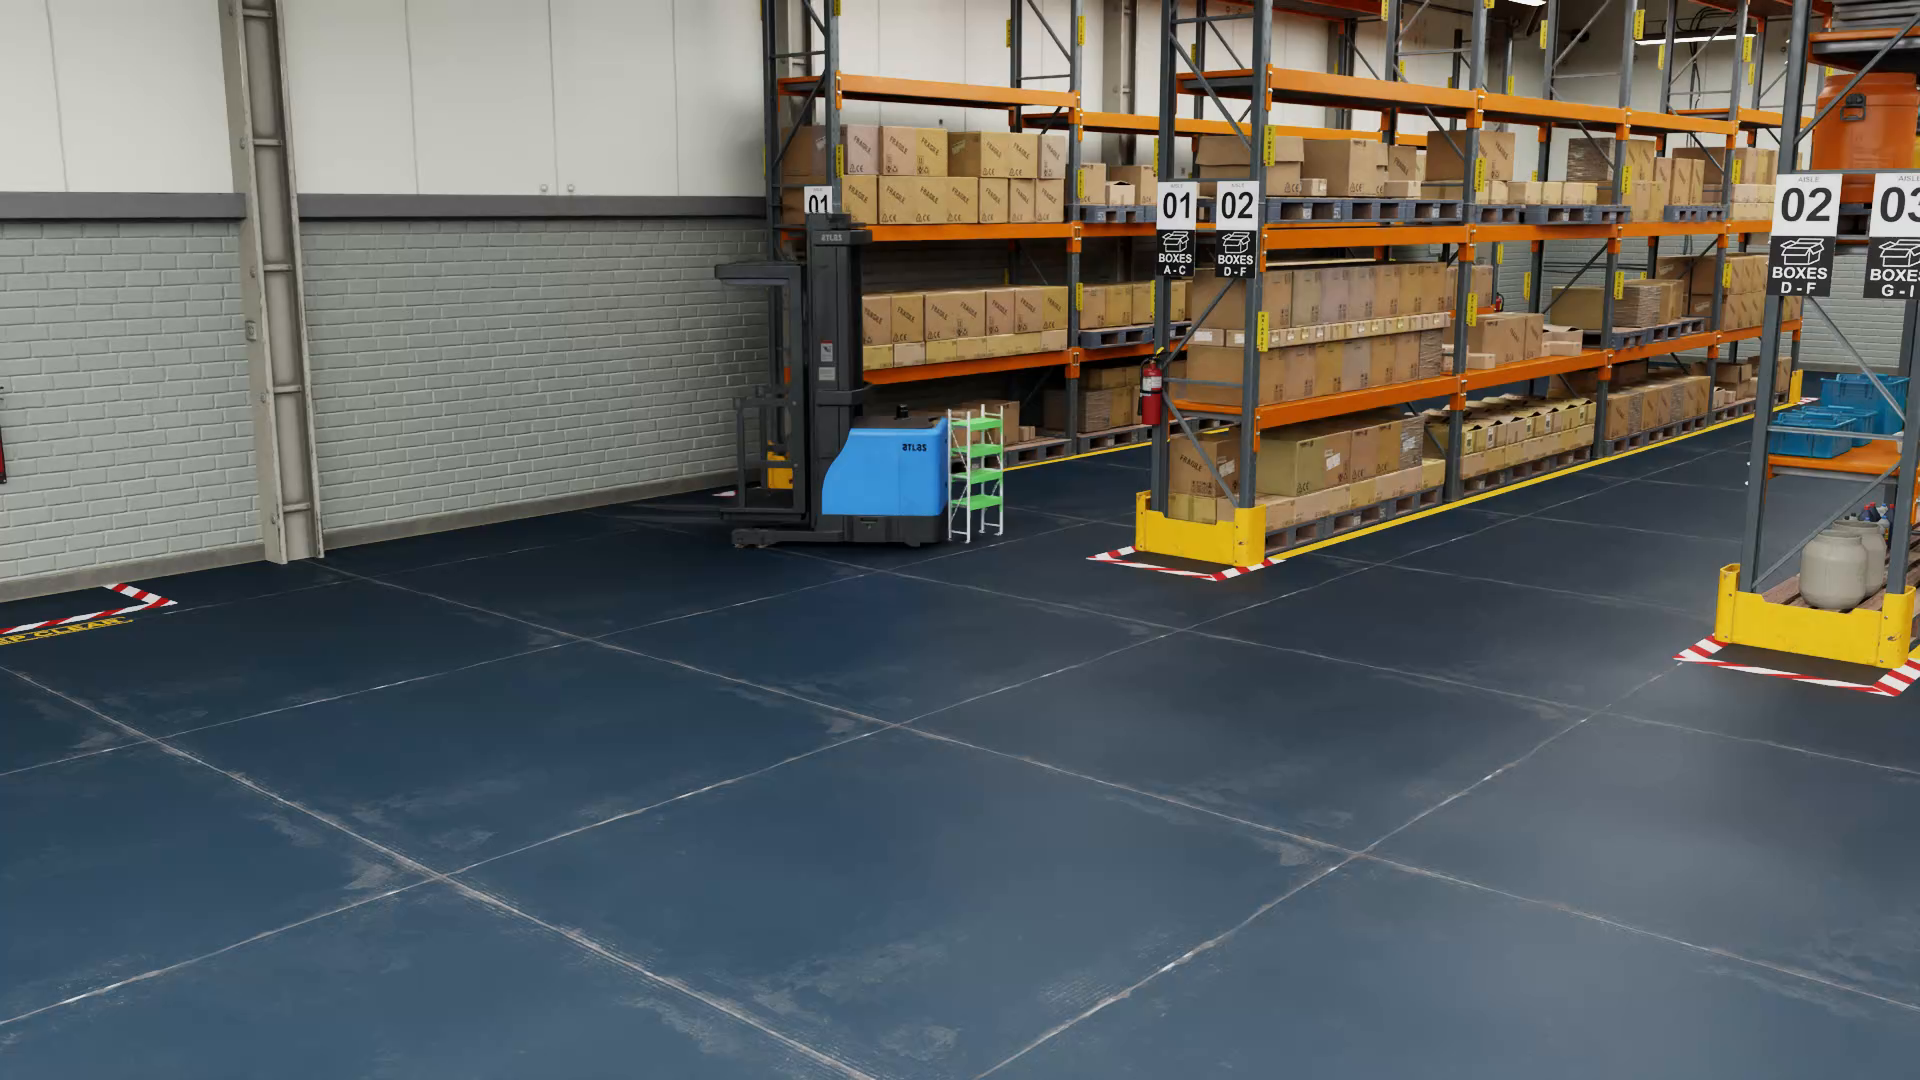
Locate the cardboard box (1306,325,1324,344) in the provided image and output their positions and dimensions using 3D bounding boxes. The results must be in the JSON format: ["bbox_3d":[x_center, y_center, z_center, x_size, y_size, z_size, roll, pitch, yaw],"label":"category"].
[{"bbox_3d":[3.029,-1.851,14.907,0.380,0.149,0.250,9,15,39],"label":"cardboard box"}]

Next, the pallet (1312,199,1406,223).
[{"bbox_3d":[3.394,-3.050,15.389,1.003,0.211,1.213,10,15,40],"label":"pallet"}]

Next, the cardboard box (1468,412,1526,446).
[{"bbox_3d":[5.878,-1.240,18.278,0.500,0.311,0.500,9,14,38],"label":"cardboard box"}]

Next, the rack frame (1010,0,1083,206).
[{"bbox_3d":[1.019,-5.511,19.830,1.000,3.000,0.127,10,15,40],"label":"rack frame"}]

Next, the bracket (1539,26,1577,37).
[{"bbox_3d":[11.788,-9.828,32.252,0.076,0.066,3.189,10,15,40],"label":"bracket"}]

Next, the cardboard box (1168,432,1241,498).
[{"bbox_3d":[2.233,-0.684,15.010,0.500,0.500,0.500,10,15,40],"label":"cardboard box"}]

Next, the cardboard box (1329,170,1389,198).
[{"bbox_3d":[3.856,-3.512,16.276,0.500,0.311,0.500,9,14,37],"label":"cardboard box"}]

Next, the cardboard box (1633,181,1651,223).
[{"bbox_3d":[7.982,-4.182,20.576,0.910,0.500,0.500,10,15,40],"label":"cardboard box"}]

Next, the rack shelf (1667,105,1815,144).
[{"bbox_3d":[11.344,-5.988,24.063,1.077,0.370,4.000,10,15,40],"label":"rack shelf"}]

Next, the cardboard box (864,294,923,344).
[{"bbox_3d":[-0.747,-2.388,17.925,0.500,0.500,0.500,10,15,41],"label":"cardboard box"}]

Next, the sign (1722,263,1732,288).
[{"bbox_3d":[10.443,-3.603,22.637,0.100,0.325,0.005,10,15,40],"label":"sign"}]

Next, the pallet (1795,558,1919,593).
[{"bbox_3d":[7.181,0.353,12.907,1.003,0.211,1.213,10,15,40],"label":"pallet"}]

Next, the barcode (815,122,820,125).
[{"bbox_3d":[-1.528,-4.455,17.858,0.001,0.075,0.075,10,15,40],"label":"barcode"}]

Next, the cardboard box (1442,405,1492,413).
[{"bbox_3d":[5.799,-1.383,18.992,0.500,0.311,0.500,10,15,40],"label":"cardboard box"}]

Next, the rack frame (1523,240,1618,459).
[{"bbox_3d":[7.383,-2.518,20.160,1.000,3.000,0.127,10,15,40],"label":"rack frame"}]

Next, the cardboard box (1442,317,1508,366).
[{"bbox_3d":[5.610,-2.167,18.147,0.500,0.500,0.500,-11,16,-43],"label":"cardboard box"}]

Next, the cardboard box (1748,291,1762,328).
[{"bbox_3d":[11.232,-3.344,24.042,0.500,0.500,0.500,10,15,40],"label":"cardboard box"}]

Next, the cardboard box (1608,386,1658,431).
[{"bbox_3d":[8.574,-1.689,21.268,0.500,0.500,0.500,10,15,40],"label":"cardboard box"}]

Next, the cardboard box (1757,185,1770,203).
[{"bbox_3d":[11.199,-4.934,23.706,0.500,0.250,0.500,10,15,40],"label":"cardboard box"}]

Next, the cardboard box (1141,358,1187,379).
[{"bbox_3d":[2.800,-2.327,22.549,0.500,0.250,0.500,10,15,41],"label":"cardboard box"}]

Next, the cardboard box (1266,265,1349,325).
[{"bbox_3d":[3.130,-2.253,15.268,0.700,0.500,0.500,10,15,41],"label":"cardboard box"}]

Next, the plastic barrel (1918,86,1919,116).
[{"bbox_3d":[7.723,-3.079,12.957,0.600,0.901,0.708,10,15,40],"label":"plastic barrel"}]

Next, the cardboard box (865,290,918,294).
[{"bbox_3d":[-0.792,-2.531,18.643,0.500,0.500,0.500,9,15,39],"label":"cardboard box"}]

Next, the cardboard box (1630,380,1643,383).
[{"bbox_3d":[8.842,-1.904,22.347,0.500,0.500,0.500,10,15,41],"label":"cardboard box"}]

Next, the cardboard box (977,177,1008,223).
[{"bbox_3d":[0.191,-3.834,18.783,0.500,0.500,0.500,9,14,38],"label":"cardboard box"}]

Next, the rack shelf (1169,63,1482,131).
[{"bbox_3d":[3.422,-4.028,15.263,1.077,0.370,4.000,10,15,40],"label":"rack shelf"}]

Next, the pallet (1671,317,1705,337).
[{"bbox_3d":[9.414,-2.909,22.608,1.003,0.211,1.213,10,15,40],"label":"pallet"}]

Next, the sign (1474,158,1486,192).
[{"bbox_3d":[5.160,-3.621,16.503,0.100,0.325,0.005,10,15,40],"label":"sign"}]

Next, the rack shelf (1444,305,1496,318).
[{"bbox_3d":[7.620,-3.688,27.854,1.077,0.370,4.000,10,15,40],"label":"rack shelf"}]

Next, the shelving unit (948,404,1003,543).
[{"bbox_3d":[0.145,-0.613,15.219,0.258,1.200,0.503,9,14,38],"label":"shelving unit"}]

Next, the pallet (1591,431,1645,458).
[{"bbox_3d":[7.904,-1.256,20.959,1.003,0.211,1.213,10,15,40],"label":"pallet"}]

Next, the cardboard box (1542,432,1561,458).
[{"bbox_3d":[6.547,-1.117,19.093,0.500,0.250,0.500,10,15,42],"label":"cardboard box"}]

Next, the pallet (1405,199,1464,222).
[{"bbox_3d":[4.199,-3.228,16.284,1.003,0.211,1.213,10,15,40],"label":"pallet"}]

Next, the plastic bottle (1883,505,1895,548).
[{"bbox_3d":[7.725,-0.122,13.802,0.144,0.351,0.185,10,15,40],"label":"plastic bottle"}]

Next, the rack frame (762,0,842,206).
[{"bbox_3d":[-1.621,-4.923,16.884,1.000,3.000,0.127,10,15,40],"label":"rack frame"}]

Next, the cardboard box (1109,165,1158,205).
[{"bbox_3d":[2.254,-4.547,21.332,0.500,0.500,0.500,9,14,38],"label":"cardboard box"}]

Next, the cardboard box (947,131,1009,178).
[{"bbox_3d":[0.201,-4.321,18.668,0.500,0.500,0.500,9,14,38],"label":"cardboard box"}]

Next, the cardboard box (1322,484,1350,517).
[{"bbox_3d":[3.281,-0.396,15.485,0.500,0.250,0.500,10,15,40],"label":"cardboard box"}]

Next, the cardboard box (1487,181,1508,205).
[{"bbox_3d":[5.517,-3.704,17.748,0.500,0.250,0.500,8,14,35],"label":"cardboard box"}]

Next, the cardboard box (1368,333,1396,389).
[{"bbox_3d":[3.777,-1.761,16.113,0.700,0.500,0.500,10,15,41],"label":"cardboard box"}]

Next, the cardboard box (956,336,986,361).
[{"bbox_3d":[-0.053,-2.175,18.772,0.500,0.250,0.500,10,15,41],"label":"cardboard box"}]

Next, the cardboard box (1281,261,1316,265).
[{"bbox_3d":[4.834,-3.917,24.185,0.500,0.250,0.500,10,15,41],"label":"cardboard box"}]

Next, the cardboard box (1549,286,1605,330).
[{"bbox_3d":[7.714,-2.880,20.646,0.700,0.500,0.500,4,12,21],"label":"cardboard box"}]

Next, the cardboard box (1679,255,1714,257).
[{"bbox_3d":[10.499,-3.830,23.918,0.500,0.500,0.500,9,15,39],"label":"cardboard box"}]

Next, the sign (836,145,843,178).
[{"bbox_3d":[-1.214,-3.810,16.741,0.100,0.325,0.005,10,15,40],"label":"sign"}]

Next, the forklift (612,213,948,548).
[{"bbox_3d":[-1.635,-1.468,15.080,3.031,2.935,1.130,1,11,5],"label":"forklift"}]

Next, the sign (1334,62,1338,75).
[{"bbox_3d":[5.899,-7.299,25.993,0.100,0.325,0.005,10,15,40],"label":"sign"}]

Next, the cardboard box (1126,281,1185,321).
[{"bbox_3d":[2.551,-3.166,22.026,0.700,0.500,0.500,10,15,40],"label":"cardboard box"}]

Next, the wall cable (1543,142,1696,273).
[{"bbox_3d":[12.942,-6.540,32.909,3.097,2.526,0.112,10,15,40],"label":"wall cable"}]

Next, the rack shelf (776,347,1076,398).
[{"bbox_3d":[-0.301,-1.922,19.015,1.077,0.370,4.000,10,15,40],"label":"rack shelf"}]

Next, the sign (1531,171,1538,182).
[{"bbox_3d":[6.977,-4.313,20.169,0.100,0.325,0.005,10,15,40],"label":"sign"}]

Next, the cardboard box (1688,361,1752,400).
[{"bbox_3d":[11.260,-2.375,24.695,0.797,0.503,0.637,10,15,40],"label":"cardboard box"}]

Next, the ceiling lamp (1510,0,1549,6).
[{"bbox_3d":[7.857,-9.065,22.720,0.800,3.185,2.000,10,15,40],"label":"ceiling lamp"}]

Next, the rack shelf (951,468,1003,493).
[{"bbox_3d":[0.145,-0.551,15.232,0.258,0.148,0.480,9,14,38],"label":"rack shelf"}]

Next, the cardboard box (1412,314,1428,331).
[{"bbox_3d":[4.388,-2.154,16.426,0.380,0.149,0.250,9,15,39],"label":"cardboard box"}]
